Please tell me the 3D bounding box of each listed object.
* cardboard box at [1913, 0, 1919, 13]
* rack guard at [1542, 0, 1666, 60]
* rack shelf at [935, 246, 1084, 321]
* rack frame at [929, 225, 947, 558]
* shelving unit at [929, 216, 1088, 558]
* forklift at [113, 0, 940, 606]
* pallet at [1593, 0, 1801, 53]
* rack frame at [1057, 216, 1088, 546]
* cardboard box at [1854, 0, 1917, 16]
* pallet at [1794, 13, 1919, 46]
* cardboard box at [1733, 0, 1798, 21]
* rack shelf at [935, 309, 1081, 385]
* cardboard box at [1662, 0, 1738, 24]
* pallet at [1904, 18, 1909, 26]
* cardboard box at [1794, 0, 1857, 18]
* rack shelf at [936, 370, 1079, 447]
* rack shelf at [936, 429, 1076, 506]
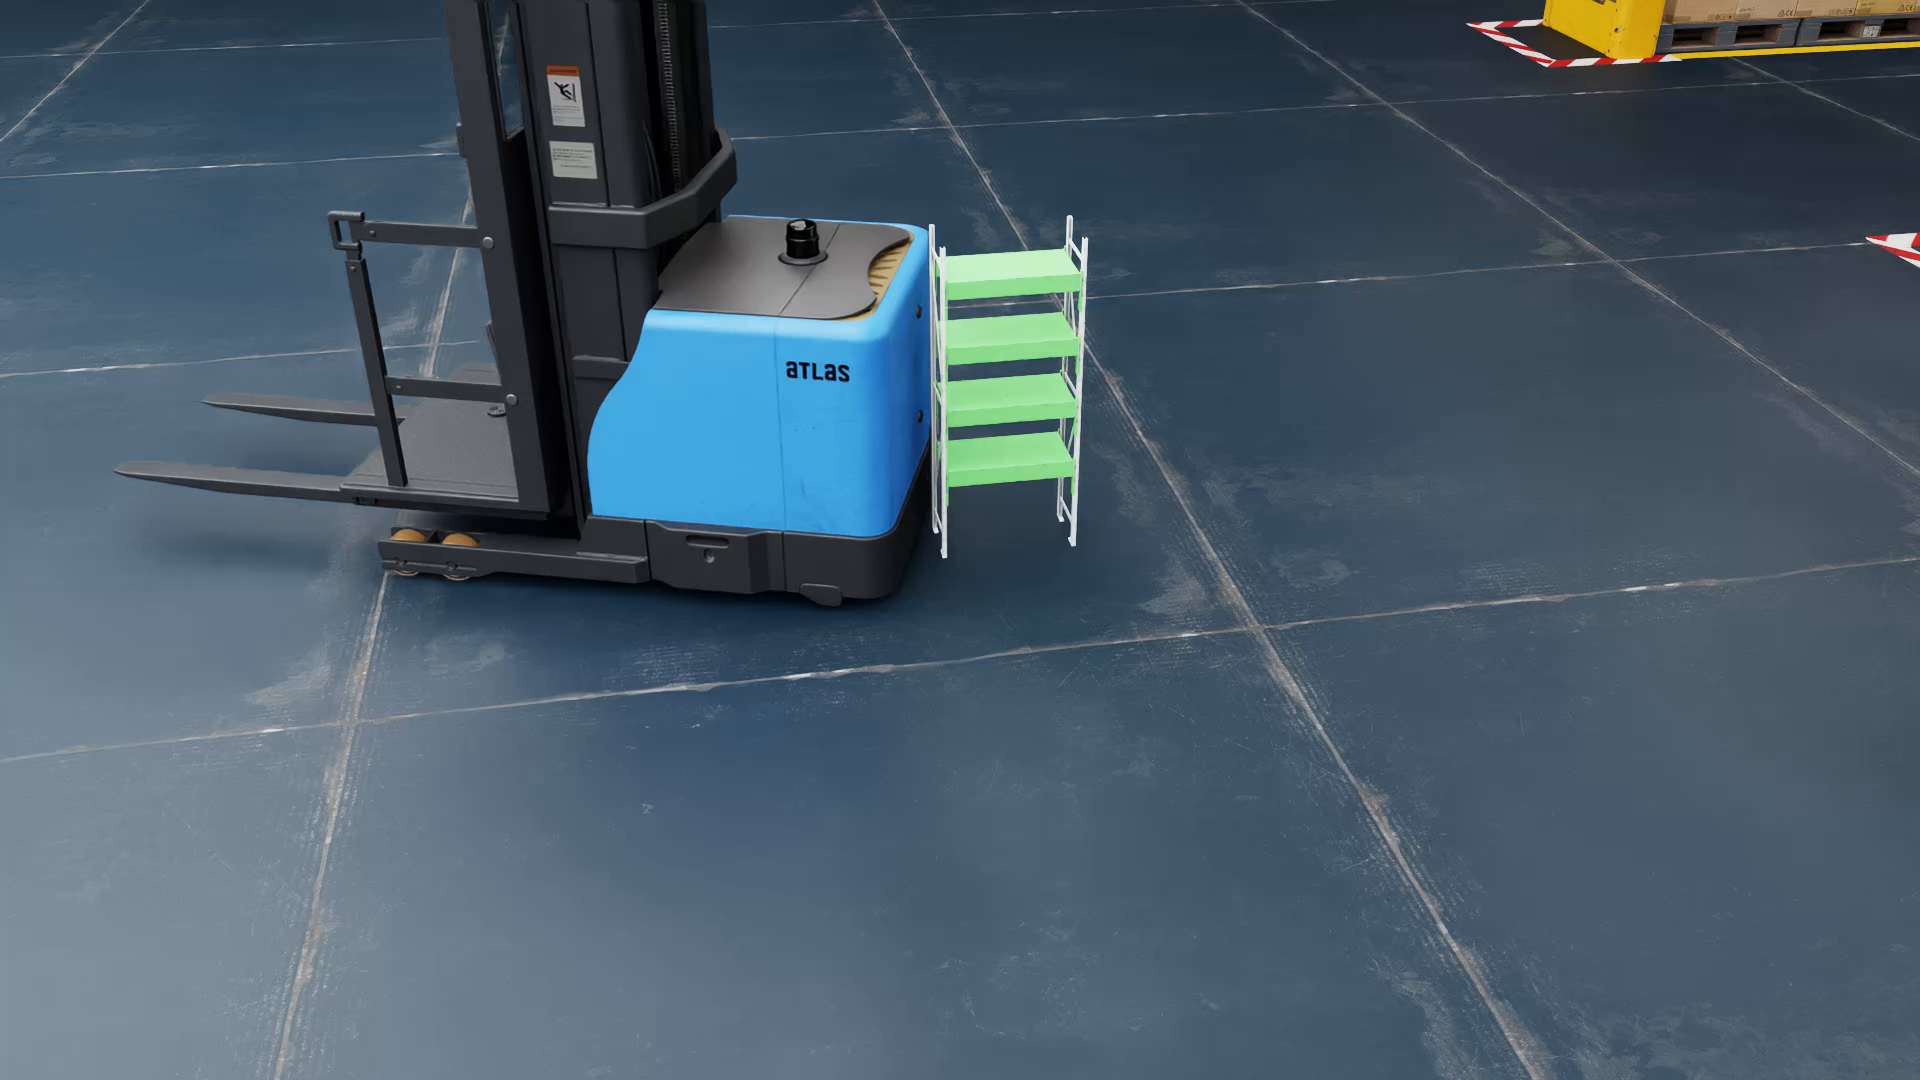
[{"bbox_3d":[7.456,-4.263,12.840,0.500,0.250,0.500,-5,31,-9],"label":"cardboard box"},{"bbox_3d":[4.898,-4.068,12.675,0.348,0.500,1.175,-5,31,-9],"label":"rack guard"},{"bbox_3d":[0.163,-0.891,5.761,0.480,0.148,0.258,-5,31,-9],"label":"rack shelf"},{"bbox_3d":[-0.077,-0.510,5.934,0.015,1.200,0.240,-5,31,-9],"label":"rack frame"},{"bbox_3d":[0.163,-0.532,5.972,0.503,1.200,0.258,-5,31,-9],"label":"shelving unit"},{"bbox_3d":[-1.641,-1.375,5.696,3.031,2.935,1.130,5,31,8],"label":"forklift"},{"bbox_3d":[5.666,-4.036,12.906,1.213,0.211,1.003,-5,31,-9],"label":"pallet"},{"bbox_3d":[0.403,-0.555,6.009,0.015,1.200,0.240,-5,31,-9],"label":"rack frame"},{"bbox_3d":[6.965,-4.217,12.762,0.500,0.250,0.500,-5,31,-9],"label":"cardboard box"},{"bbox_3d":[6.864,-4.146,13.092,1.213,0.211,1.003,-5,31,-9],"label":"pallet"},{"bbox_3d":[5.980,-4.129,12.611,0.500,0.250,0.500,-5,31,-9],"label":"cardboard box"},{"bbox_3d":[0.163,-0.684,5.882,0.480,0.148,0.258,-5,31,-9],"label":"rack shelf"},{"bbox_3d":[5.489,-4.081,12.530,0.500,0.250,0.500,-5,31,-9],"label":"cardboard box"},{"bbox_3d":[8.066,-4.259,13.285,1.213,0.211,1.003,-5,31,-9],"label":"pallet"},{"bbox_3d":[6.472,-4.174,12.688,0.500,0.250,0.500,-5,31,-9],"label":"cardboard box"},{"bbox_3d":[0.163,-0.477,6.004,0.480,0.148,0.258,-5,31,-9],"label":"rack shelf"},{"bbox_3d":[0.163,-0.270,6.126,0.480,0.148,0.258,-5,31,-9],"label":"rack shelf"}]
